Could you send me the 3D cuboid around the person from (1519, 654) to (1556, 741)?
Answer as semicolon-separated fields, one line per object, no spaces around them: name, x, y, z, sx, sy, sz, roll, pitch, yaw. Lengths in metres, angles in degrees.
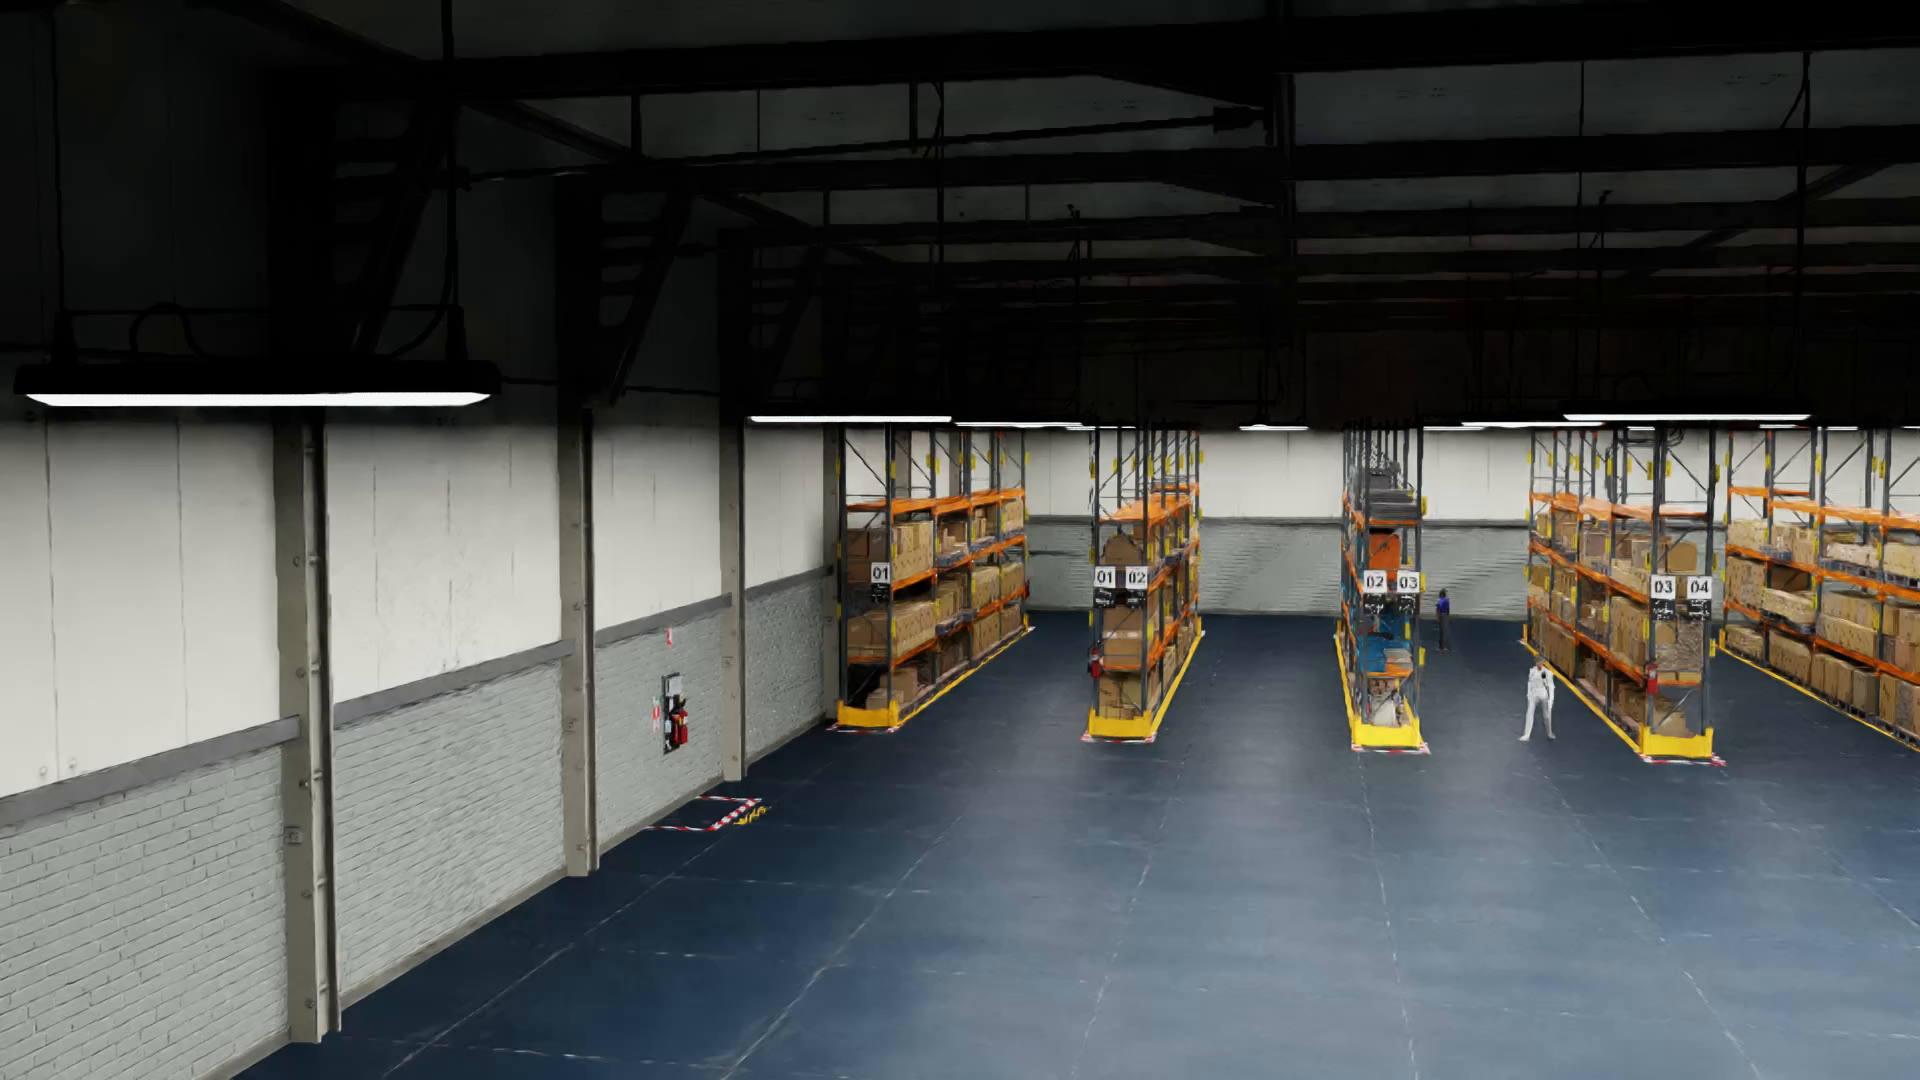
person;10.751;2.905;30.833;0.525;1.622;0.929;3;5;36

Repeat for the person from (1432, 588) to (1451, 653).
person;12.548;2.076;43.279;0.558;1.650;0.572;3;5;36
